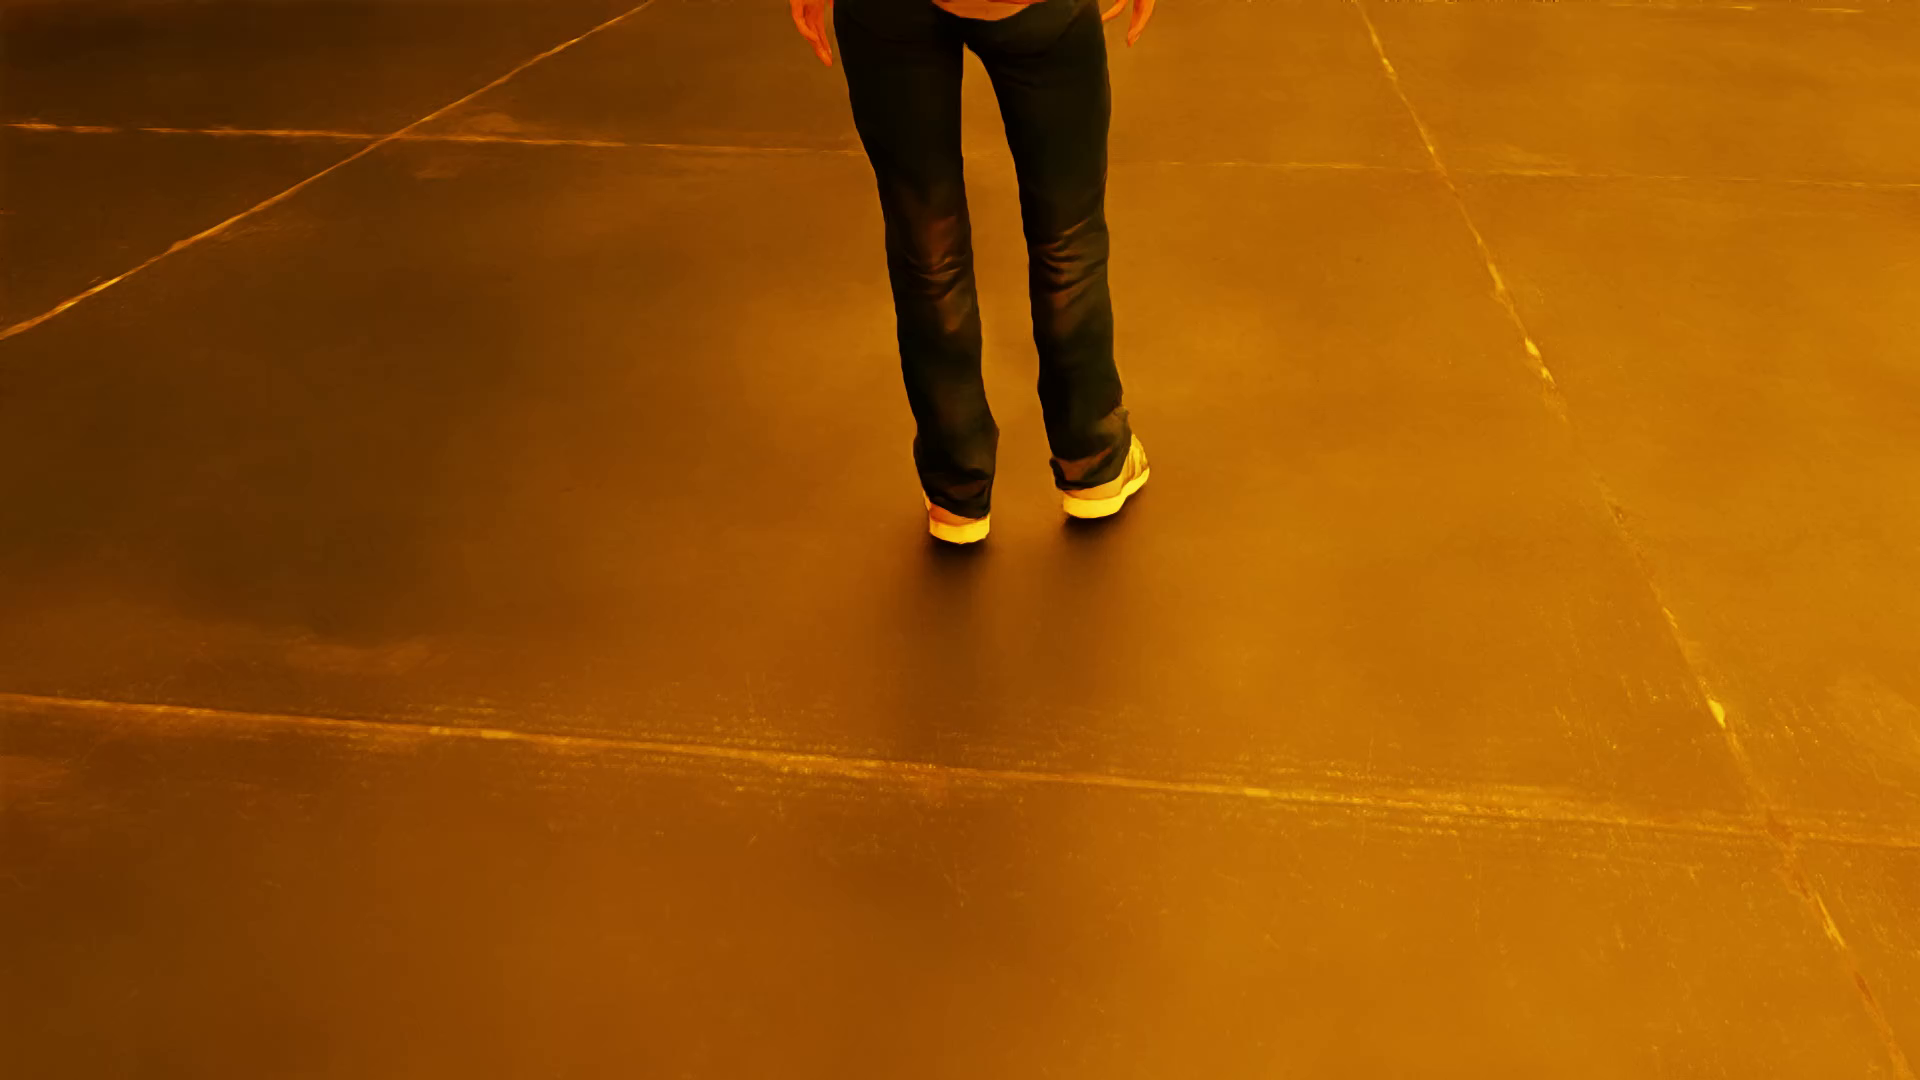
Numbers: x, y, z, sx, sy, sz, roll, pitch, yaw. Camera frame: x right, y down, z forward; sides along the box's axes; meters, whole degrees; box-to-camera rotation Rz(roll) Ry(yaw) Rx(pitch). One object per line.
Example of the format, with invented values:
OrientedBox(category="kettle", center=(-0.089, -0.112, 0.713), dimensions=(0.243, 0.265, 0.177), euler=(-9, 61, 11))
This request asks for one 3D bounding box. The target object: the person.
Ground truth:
OrientedBox(category="person", center=(0.024, -0.753, 2.205), dimensions=(0.520, 1.597, 0.474), euler=(3, 27, 7))
